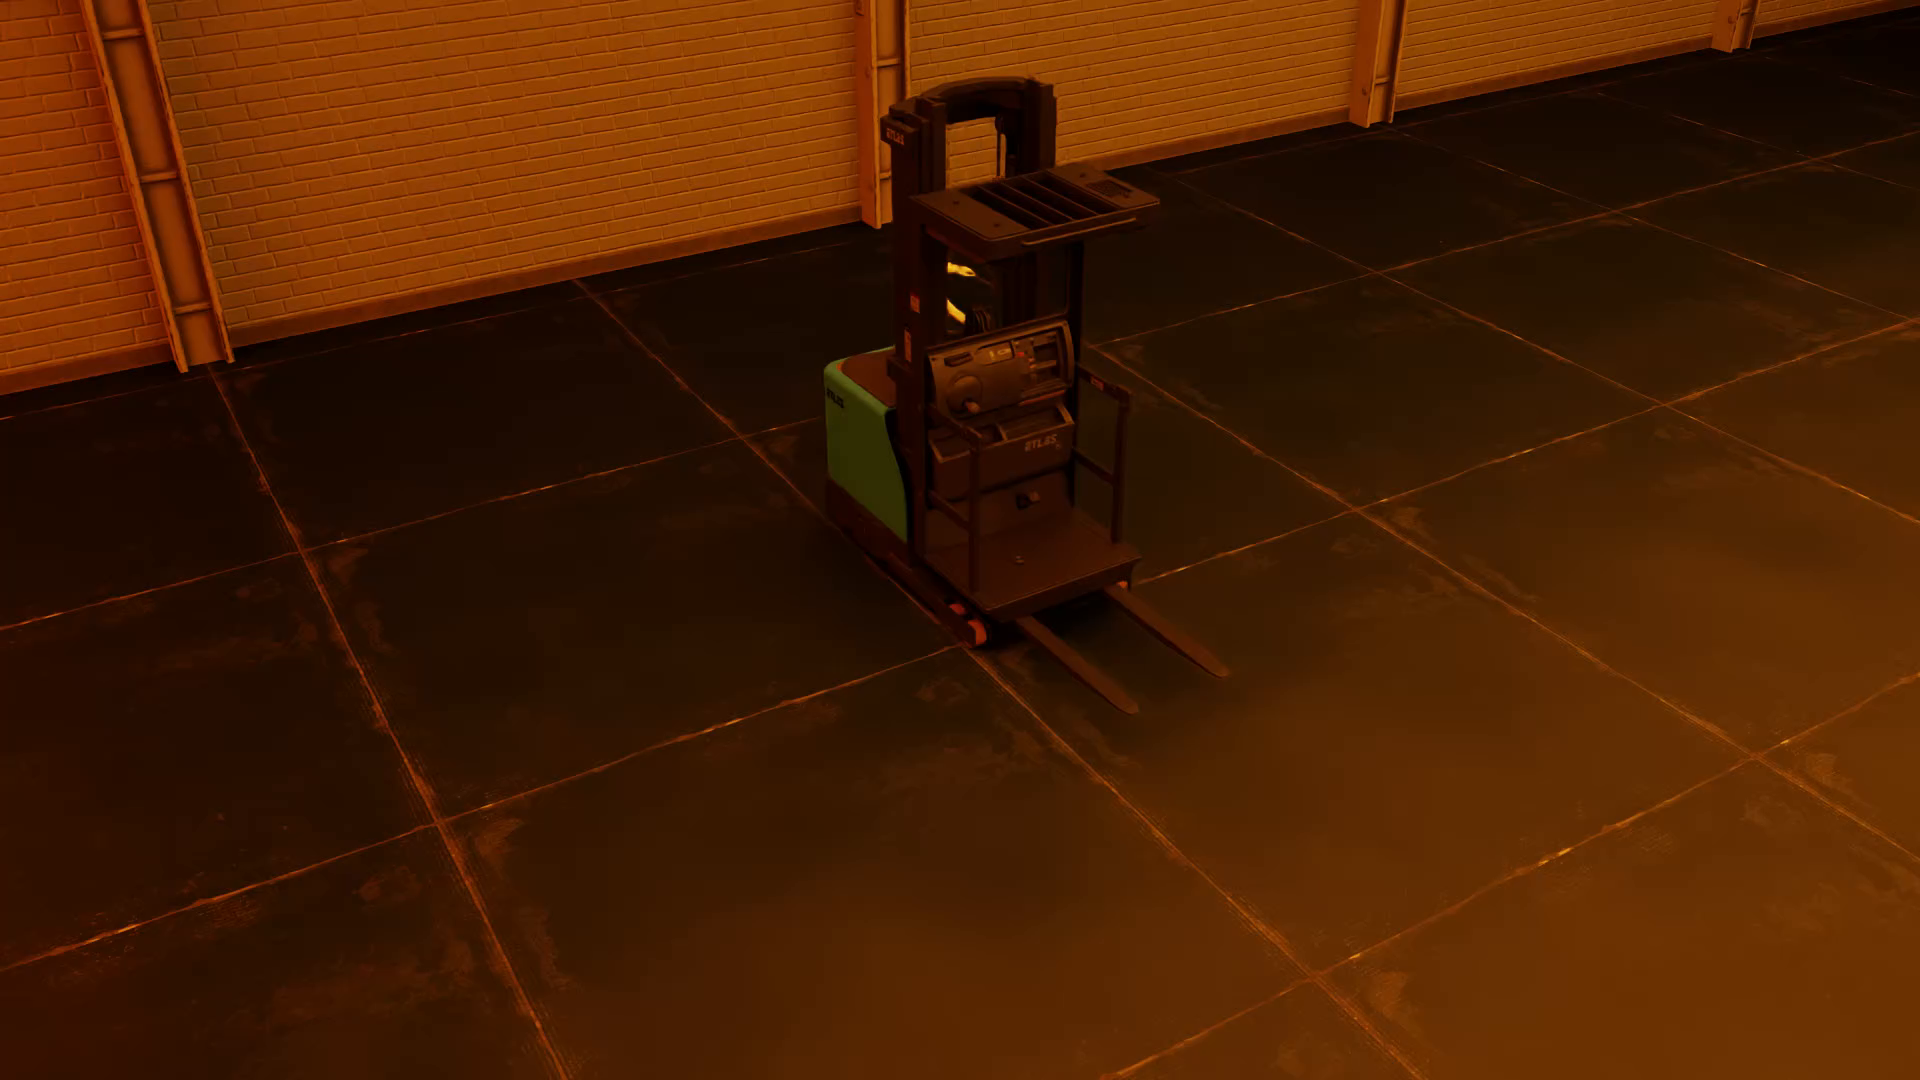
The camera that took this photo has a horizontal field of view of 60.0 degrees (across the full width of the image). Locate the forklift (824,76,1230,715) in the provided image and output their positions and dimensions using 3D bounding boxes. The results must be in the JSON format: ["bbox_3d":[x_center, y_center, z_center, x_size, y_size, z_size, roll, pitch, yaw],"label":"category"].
[{"bbox_3d":[0.355,-0.917,9.179,1.130,2.935,3.031,-18,35,-27],"label":"forklift"}]

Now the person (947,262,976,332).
[{"bbox_3d":[-0.010,-1.458,11.506,0.767,1.456,1.041,-7,32,-11],"label":"person"}]
